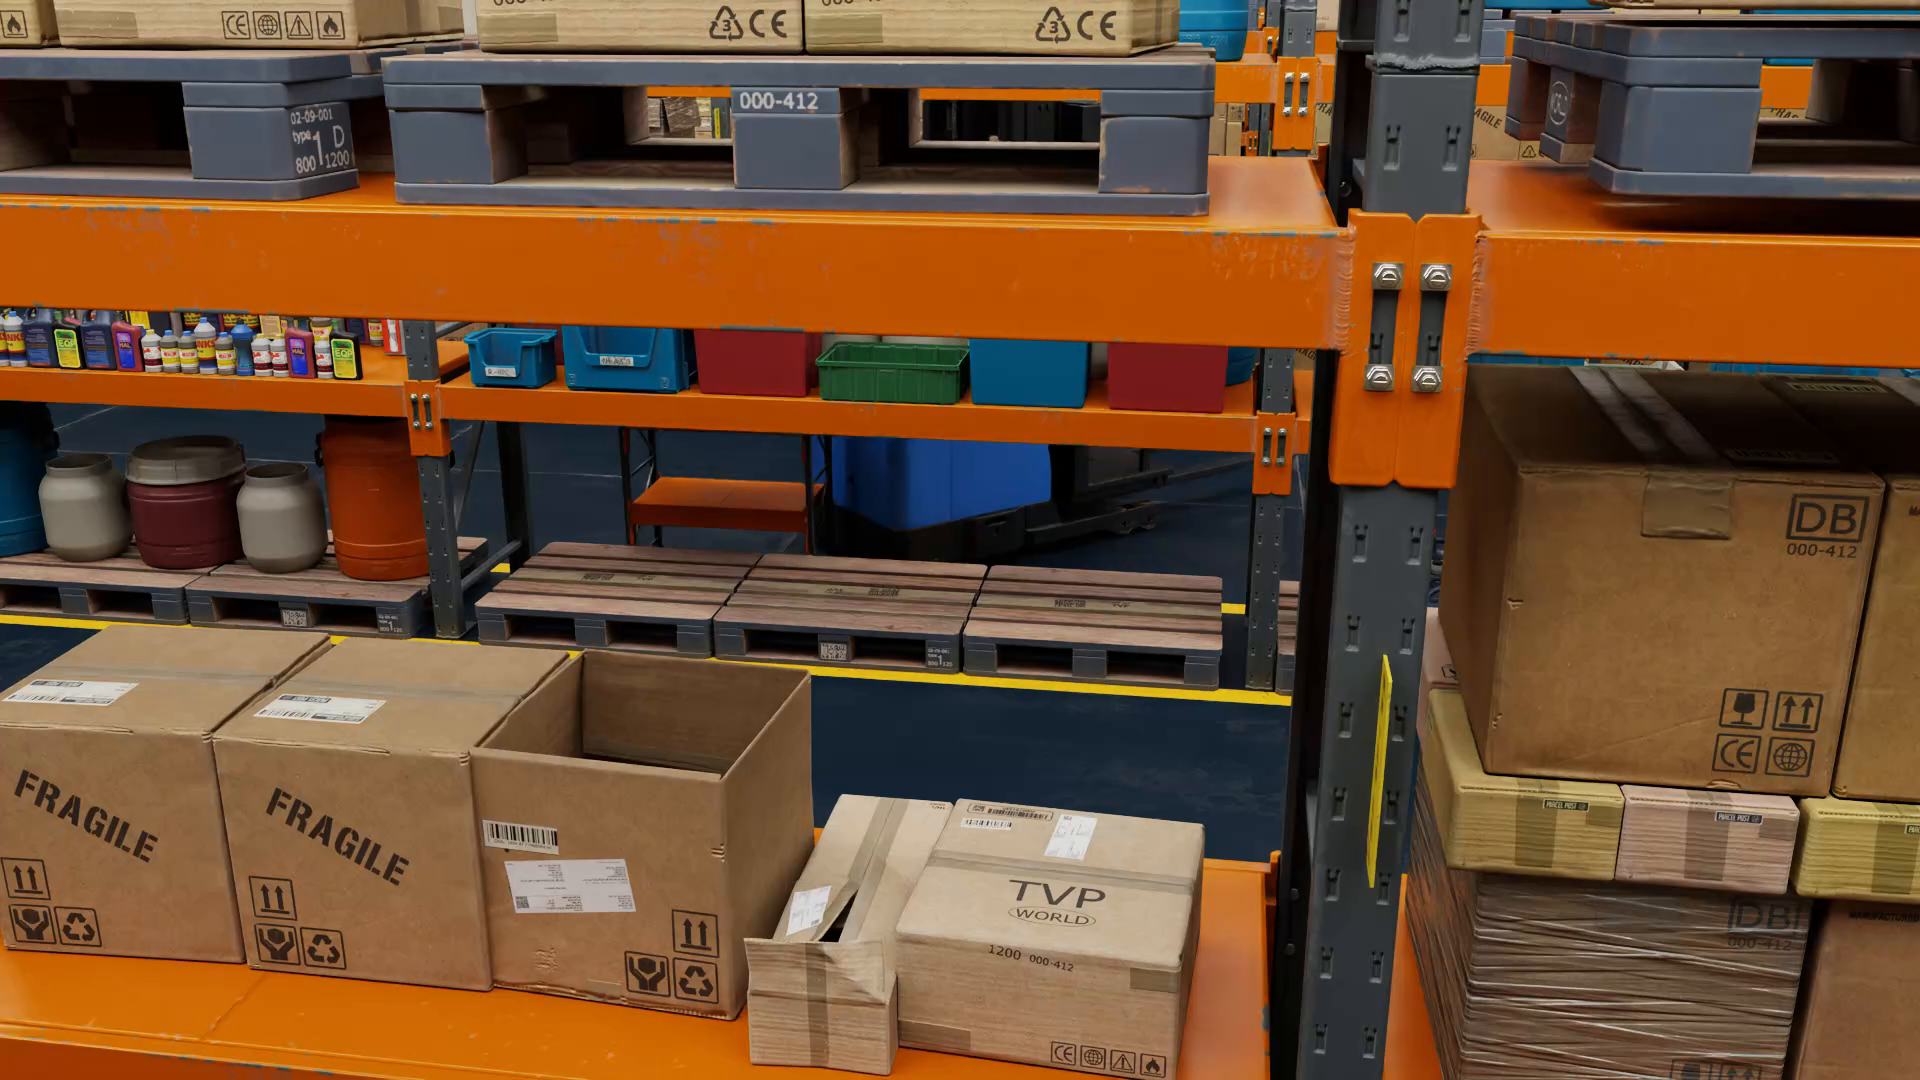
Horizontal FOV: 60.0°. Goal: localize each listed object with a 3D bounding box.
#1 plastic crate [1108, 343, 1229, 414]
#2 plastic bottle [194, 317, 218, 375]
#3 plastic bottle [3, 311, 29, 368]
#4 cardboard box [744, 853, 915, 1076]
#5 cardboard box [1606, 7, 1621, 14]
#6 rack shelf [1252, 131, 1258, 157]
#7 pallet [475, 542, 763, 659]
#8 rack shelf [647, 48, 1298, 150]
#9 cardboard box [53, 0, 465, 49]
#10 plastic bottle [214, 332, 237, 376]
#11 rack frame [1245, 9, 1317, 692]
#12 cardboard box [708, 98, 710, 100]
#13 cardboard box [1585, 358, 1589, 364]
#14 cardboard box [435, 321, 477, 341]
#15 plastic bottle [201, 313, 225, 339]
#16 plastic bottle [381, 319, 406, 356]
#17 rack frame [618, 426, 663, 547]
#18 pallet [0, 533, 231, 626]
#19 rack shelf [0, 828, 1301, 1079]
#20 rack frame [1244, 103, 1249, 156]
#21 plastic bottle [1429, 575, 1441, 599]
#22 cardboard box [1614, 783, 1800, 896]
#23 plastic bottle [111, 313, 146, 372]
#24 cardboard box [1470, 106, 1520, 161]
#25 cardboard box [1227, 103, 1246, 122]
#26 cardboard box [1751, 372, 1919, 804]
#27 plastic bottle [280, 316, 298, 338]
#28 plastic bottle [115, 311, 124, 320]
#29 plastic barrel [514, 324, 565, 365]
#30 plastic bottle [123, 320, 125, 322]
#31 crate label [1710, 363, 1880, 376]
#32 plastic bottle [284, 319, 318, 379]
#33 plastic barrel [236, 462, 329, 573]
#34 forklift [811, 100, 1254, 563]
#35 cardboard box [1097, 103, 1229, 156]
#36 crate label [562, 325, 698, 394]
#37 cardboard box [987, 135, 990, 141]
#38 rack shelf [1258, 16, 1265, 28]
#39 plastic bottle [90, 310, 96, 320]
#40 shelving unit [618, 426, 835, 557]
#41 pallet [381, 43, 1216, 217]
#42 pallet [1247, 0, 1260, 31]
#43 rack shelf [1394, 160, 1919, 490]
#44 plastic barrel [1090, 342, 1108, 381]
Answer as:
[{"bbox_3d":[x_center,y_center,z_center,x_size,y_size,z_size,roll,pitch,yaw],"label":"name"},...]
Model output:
[{"bbox_3d":[0.939,-0.838,7.478,0.583,0.464,0.402,3,19,9],"label":"plastic crate"},{"bbox_3d":[-3.674,-0.948,8.113,0.097,0.271,0.097,0,18,0],"label":"plastic bottle"},{"bbox_3d":[-4.687,-1.000,8.267,0.097,0.271,0.097,0,18,0],"label":"plastic bottle"},{"bbox_3d":[-0.221,0.750,3.046,0.258,0.266,0.396,2,19,7],"label":"cardboard box"},{"bbox_3d":[4.189,-3.601,11.348,0.500,0.250,0.500,3,19,8],"label":"cardboard box"},{"bbox_3d":[5.798,-5.093,21.432,4.000,0.370,1.077,3,19,9],"label":"rack shelf"},{"bbox_3d":[-1.725,0.294,8.593,1.213,0.211,1.003,3,19,9],"label":"pallet"},{"bbox_3d":[-0.509,-2.061,7.641,4.000,0.370,1.077,3,19,9],"label":"rack shelf"},{"bbox_3d":[-1.202,-0.993,2.891,0.500,0.250,0.500,1,19,4],"label":"cardboard box"},{"bbox_3d":[-3.578,-0.910,8.109,0.097,0.201,0.097,0,18,0],"label":"plastic bottle"},{"bbox_3d":[1.465,-0.879,7.702,0.127,3.000,1.000,3,19,9],"label":"rack frame"},{"bbox_3d":[-2.535,-4.692,17.896,0.250,0.149,0.380,3,19,10],"label":"cardboard box"},{"bbox_3d":[4.376,-1.336,12.347,0.500,0.500,0.500,5,19,14],"label":"cardboard box"},{"bbox_3d":[-4.130,-1.954,13.602,0.875,0.875,1.225,2,19,7],"label":"cardboard box"},{"bbox_3d":[-3.994,-1.220,8.906,0.133,0.283,0.061,3,19,9],"label":"plastic bottle"},{"bbox_3d":[-2.884,-1.097,8.548,0.135,0.276,0.152,3,19,9],"label":"plastic bottle"},{"bbox_3d":[-1.773,-0.399,9.213,0.032,1.125,0.500,3,19,8],"label":"rack frame"},{"bbox_3d":[-4.470,0.154,9.011,1.213,0.211,1.003,3,19,9],"label":"pallet"},{"bbox_3d":[-1.299,0.913,3.479,4.000,0.370,1.077,3,19,9],"label":"rack shelf"},{"bbox_3d":[4.607,-7.090,26.266,0.127,3.000,1.000,3,19,9],"label":"rack frame"},{"bbox_3d":[2.219,0.294,7.677,0.185,0.351,0.144,3,19,9],"label":"plastic bottle"},{"bbox_3d":[1.158,0.405,2.686,0.250,0.149,0.380,3,19,9],"label":"cardboard box"},{"bbox_3d":[-4.079,-0.969,8.155,0.133,0.283,0.061,3,19,9],"label":"plastic bottle"},{"bbox_3d":[3.643,-2.941,11.662,0.500,0.500,0.500,3,19,9],"label":"cardboard box"},{"bbox_3d":[2.646,-4.524,16.863,0.500,0.500,0.700,3,19,8],"label":"cardboard box"},{"bbox_3d":[1.614,0.056,2.707,0.500,0.500,0.700,3,19,9],"label":"cardboard box"},{"bbox_3d":[-3.559,-1.153,8.835,0.097,0.201,0.097,0,18,0],"label":"plastic bottle"},{"bbox_3d":[-4.531,-1.216,8.914,0.097,0.271,0.097,0,18,0],"label":"plastic bottle"},{"bbox_3d":[-1.978,-1.216,8.496,0.708,0.536,0.600,3,19,9],"label":"plastic barrel"},{"bbox_3d":[-4.239,-1.023,8.318,0.133,0.283,0.061,3,19,9],"label":"plastic bottle"},{"bbox_3d":[3.555,-0.702,7.118,0.616,0.435,0.502,3,19,9],"label":"crate label"},{"bbox_3d":[-3.179,-0.923,8.018,0.133,0.283,0.061,3,19,9],"label":"plastic bottle"},{"bbox_3d":[-3.541,-0.119,8.690,0.421,0.512,0.421,0,18,0],"label":"plastic barrel"},{"bbox_3d":[0.599,-1.542,9.792,3.031,2.935,1.130,-12,22,-33],"label":"forklift"},{"bbox_3d":[1.489,-2.998,12.428,1.000,1.000,1.000,3,19,9],"label":"cardboard box"},{"bbox_3d":[-1.546,-0.962,7.895,0.616,0.435,0.502,3,19,9],"label":"crate label"},{"bbox_3d":[0.091,-4.096,17.160,0.500,0.500,0.500,3,19,8],"label":"cardboard box"},{"bbox_3d":[1.163,-5.161,16.907,4.000,0.370,1.077,3,19,9],"label":"rack shelf"},{"bbox_3d":[-4.654,-1.209,9.002,0.097,0.201,0.097,0,18,0],"label":"plastic bottle"},{"bbox_3d":[-1.270,-0.375,9.140,1.048,1.125,0.538,3,19,8],"label":"shelving unit"},{"bbox_3d":[-0.197,-0.699,2.739,1.217,0.209,0.805,2,19,6],"label":"pallet"},{"bbox_3d":[1.658,-3.828,12.086,1.003,0.211,1.213,3,19,9],"label":"pallet"},{"bbox_3d":[2.651,-0.308,2.402,4.000,0.370,1.077,3,19,9],"label":"rack shelf"},{"bbox_3d":[0.556,-1.060,8.030,0.433,0.535,0.433,0,18,0],"label":"plastic barrel"}]
